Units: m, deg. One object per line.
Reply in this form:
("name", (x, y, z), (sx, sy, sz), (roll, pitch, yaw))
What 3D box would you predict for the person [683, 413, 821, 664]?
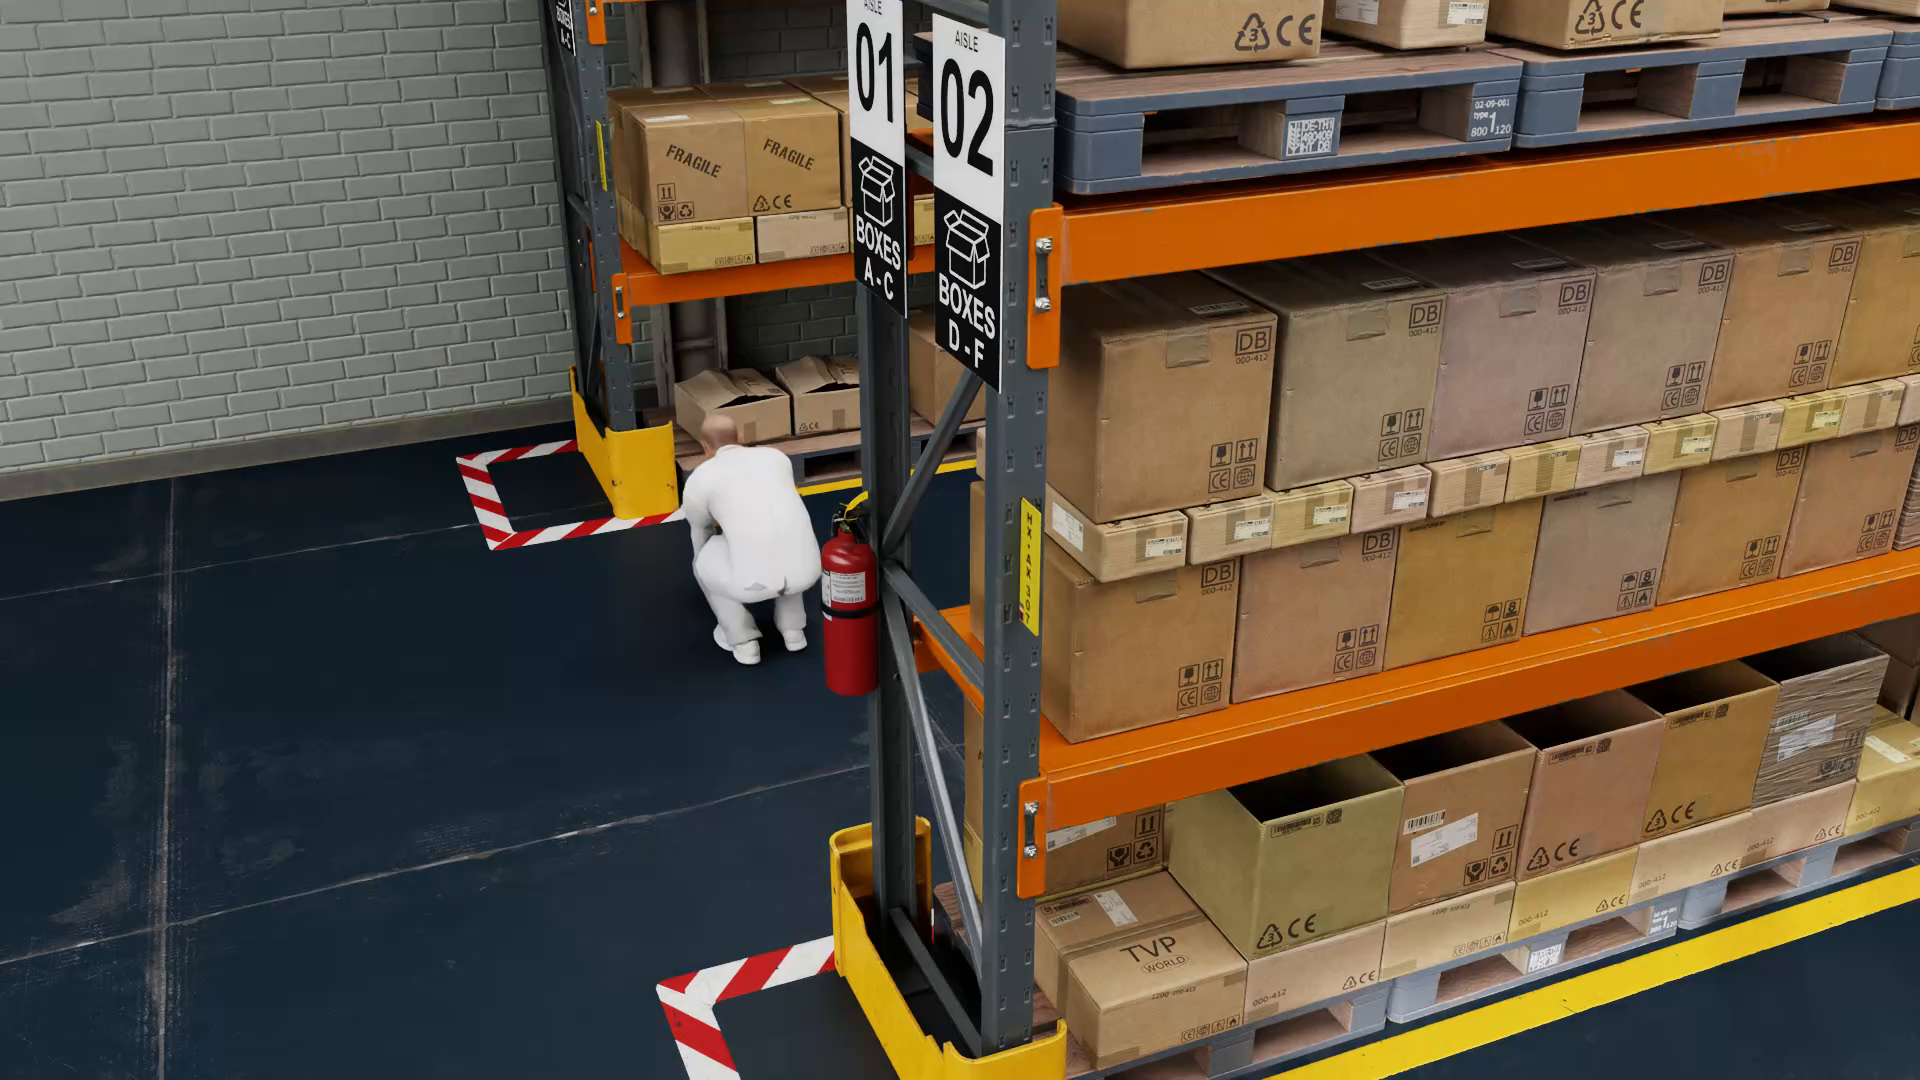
("person", (-0.955, -0.030, 7.597), (0.579, 1.004, 0.922), (-11, 28, -22))
